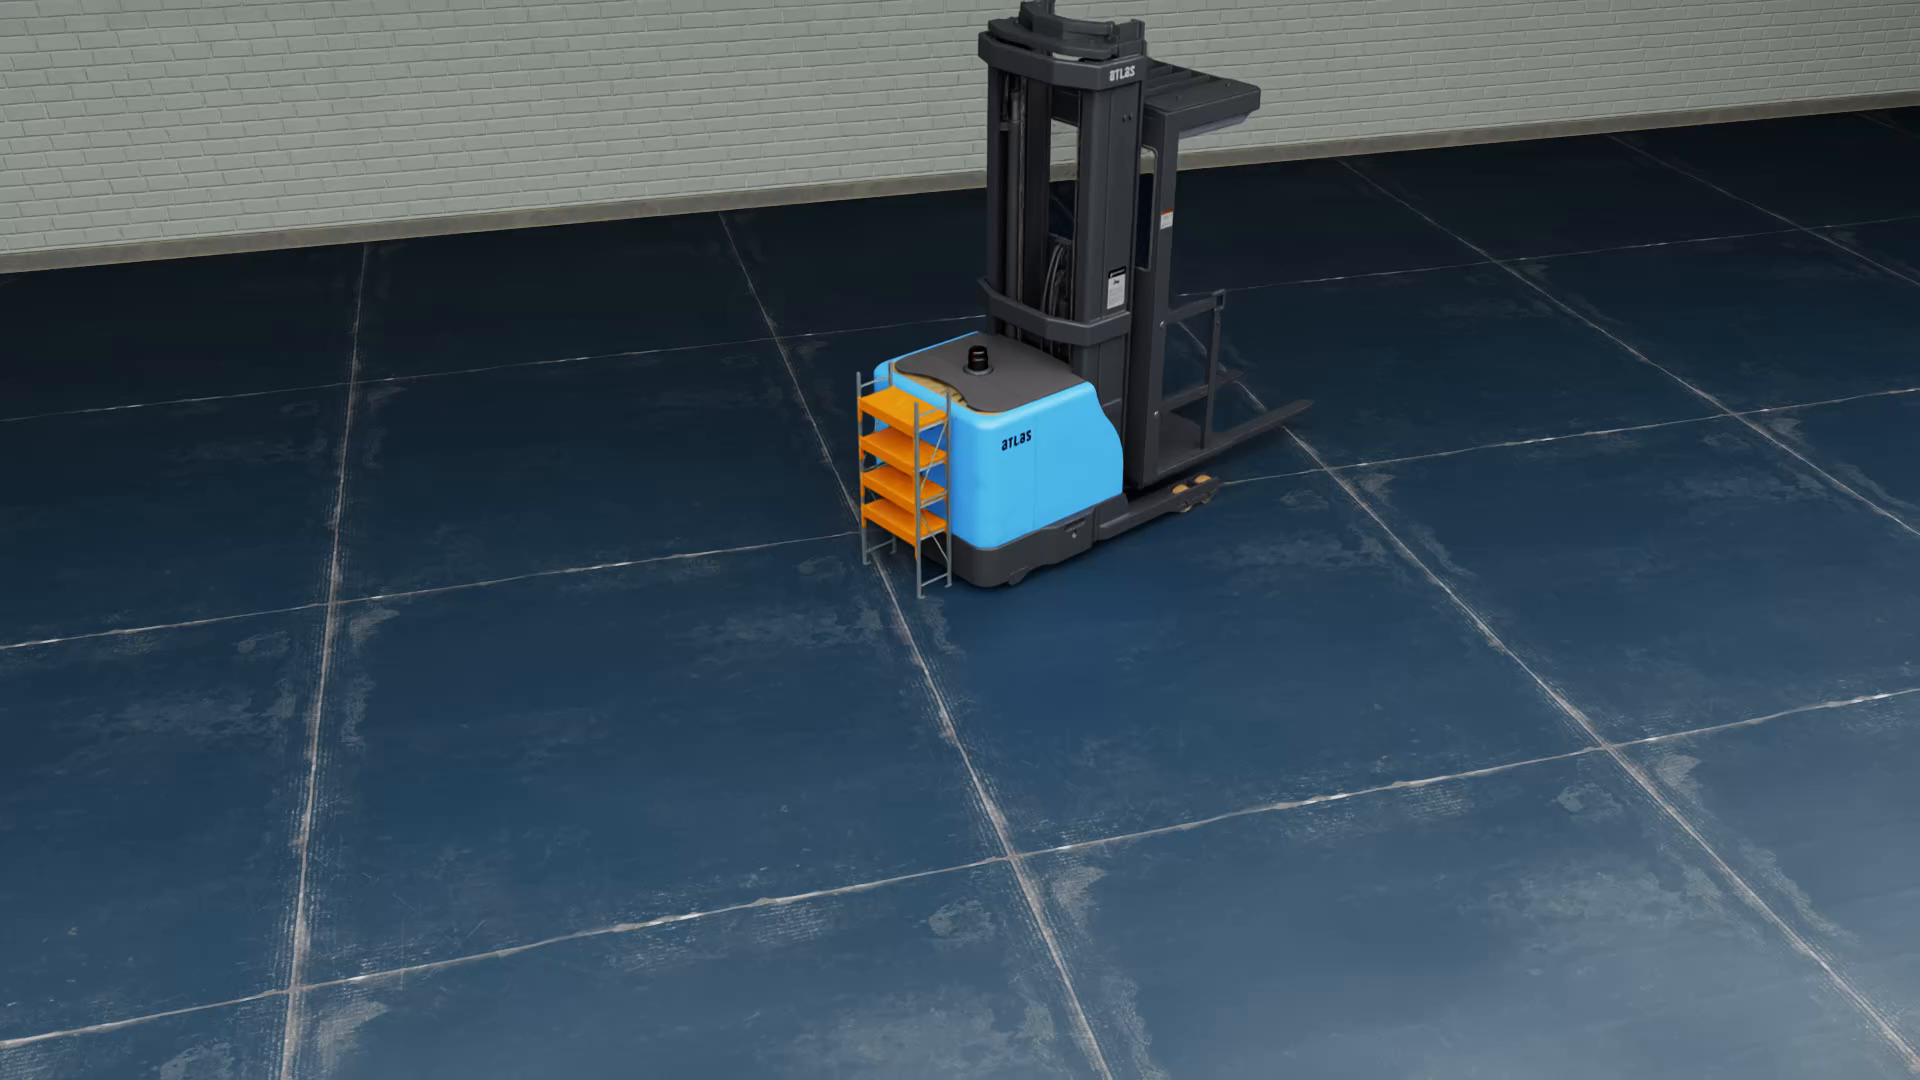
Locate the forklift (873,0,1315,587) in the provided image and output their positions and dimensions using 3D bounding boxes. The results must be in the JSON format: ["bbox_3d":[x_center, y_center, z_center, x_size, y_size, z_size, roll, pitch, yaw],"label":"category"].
[{"bbox_3d":[0.950,-1.614,9.613,3.031,2.935,1.130,-23,37,-34],"label":"forklift"}]

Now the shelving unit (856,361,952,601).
[{"bbox_3d":[-0.302,-0.320,9.105,0.258,1.200,0.503,-23,37,-34],"label":"shelving unit"}]

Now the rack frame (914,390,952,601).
[{"bbox_3d":[-0.143,-0.227,8.945,0.240,1.200,0.015,-23,37,-34],"label":"rack frame"}]

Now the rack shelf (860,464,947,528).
[{"bbox_3d":[-0.302,-0.262,9.139,0.258,0.148,0.480,-23,37,-34],"label":"rack shelf"}]

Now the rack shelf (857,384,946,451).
[{"bbox_3d":[-0.302,-0.660,8.908,0.258,0.148,0.480,-23,37,-34],"label":"rack shelf"}]

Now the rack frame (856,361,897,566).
[{"bbox_3d":[-0.462,-0.413,9.265,0.240,1.200,0.015,-23,37,-34],"label":"rack frame"}]

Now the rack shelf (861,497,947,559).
[{"bbox_3d":[-0.302,-0.090,9.238,0.258,0.148,0.480,-23,37,-34],"label":"rack shelf"}]

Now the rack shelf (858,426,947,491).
[{"bbox_3d":[-0.302,-0.455,9.027,0.258,0.148,0.480,-23,37,-34],"label":"rack shelf"}]
